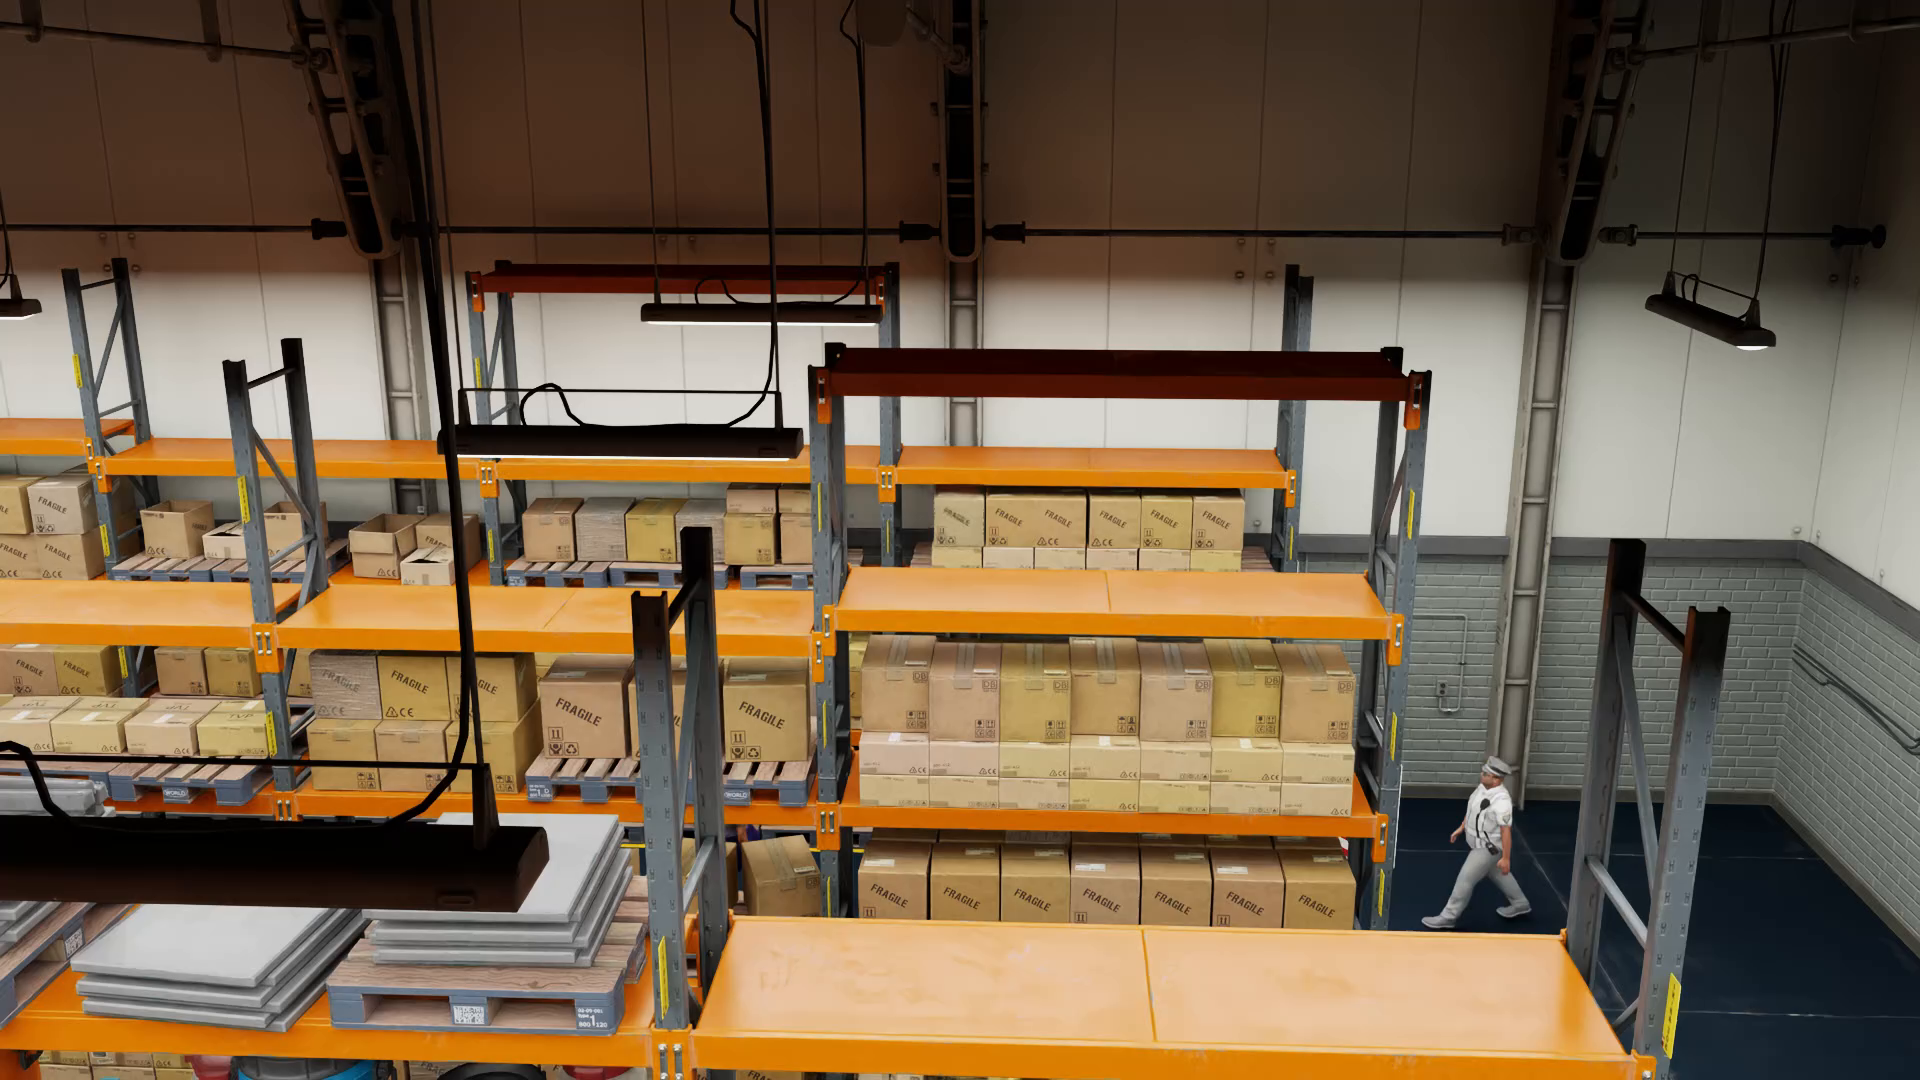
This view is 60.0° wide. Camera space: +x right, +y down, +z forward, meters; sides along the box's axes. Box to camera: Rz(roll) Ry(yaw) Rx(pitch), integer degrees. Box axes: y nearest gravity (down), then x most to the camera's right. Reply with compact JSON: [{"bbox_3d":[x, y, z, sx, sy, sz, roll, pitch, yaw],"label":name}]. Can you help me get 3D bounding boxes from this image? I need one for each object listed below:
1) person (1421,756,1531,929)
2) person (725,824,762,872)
[{"bbox_3d":[4.942,2.840,15.709,1.099,1.715,0.597,0,16,0],"label":"person"},{"bbox_3d":[-2.169,2.881,15.770,1.041,1.588,0.518,3,16,9],"label":"person"}]
